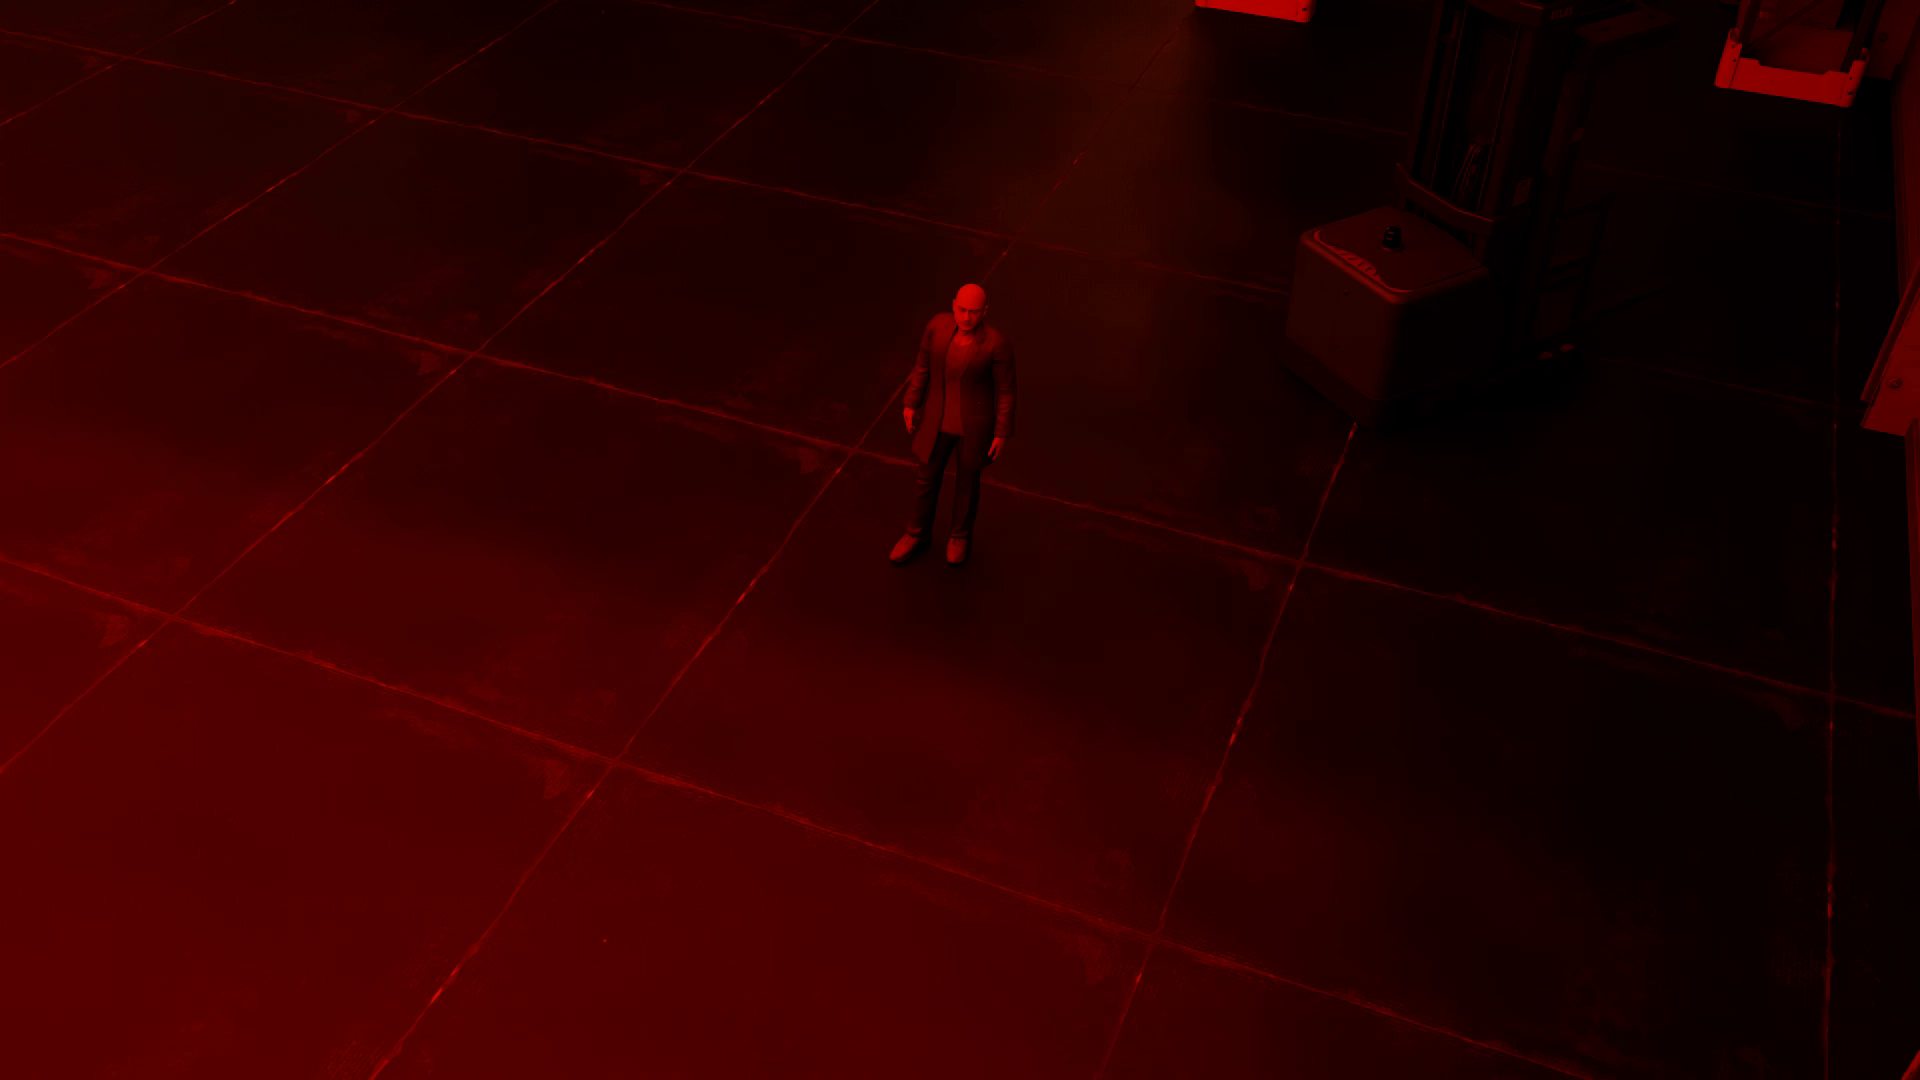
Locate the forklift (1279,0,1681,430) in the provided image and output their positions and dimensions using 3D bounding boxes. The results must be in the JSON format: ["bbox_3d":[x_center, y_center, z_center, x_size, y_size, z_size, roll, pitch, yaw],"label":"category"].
[{"bbox_3d":[3.781,-2.552,11.055,3.031,2.935,1.130,-20,44,-22],"label":"forklift"}]

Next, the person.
[{"bbox_3d":[-0.039,-0.634,9.652,0.696,1.775,0.582,15,42,17],"label":"person"}]
